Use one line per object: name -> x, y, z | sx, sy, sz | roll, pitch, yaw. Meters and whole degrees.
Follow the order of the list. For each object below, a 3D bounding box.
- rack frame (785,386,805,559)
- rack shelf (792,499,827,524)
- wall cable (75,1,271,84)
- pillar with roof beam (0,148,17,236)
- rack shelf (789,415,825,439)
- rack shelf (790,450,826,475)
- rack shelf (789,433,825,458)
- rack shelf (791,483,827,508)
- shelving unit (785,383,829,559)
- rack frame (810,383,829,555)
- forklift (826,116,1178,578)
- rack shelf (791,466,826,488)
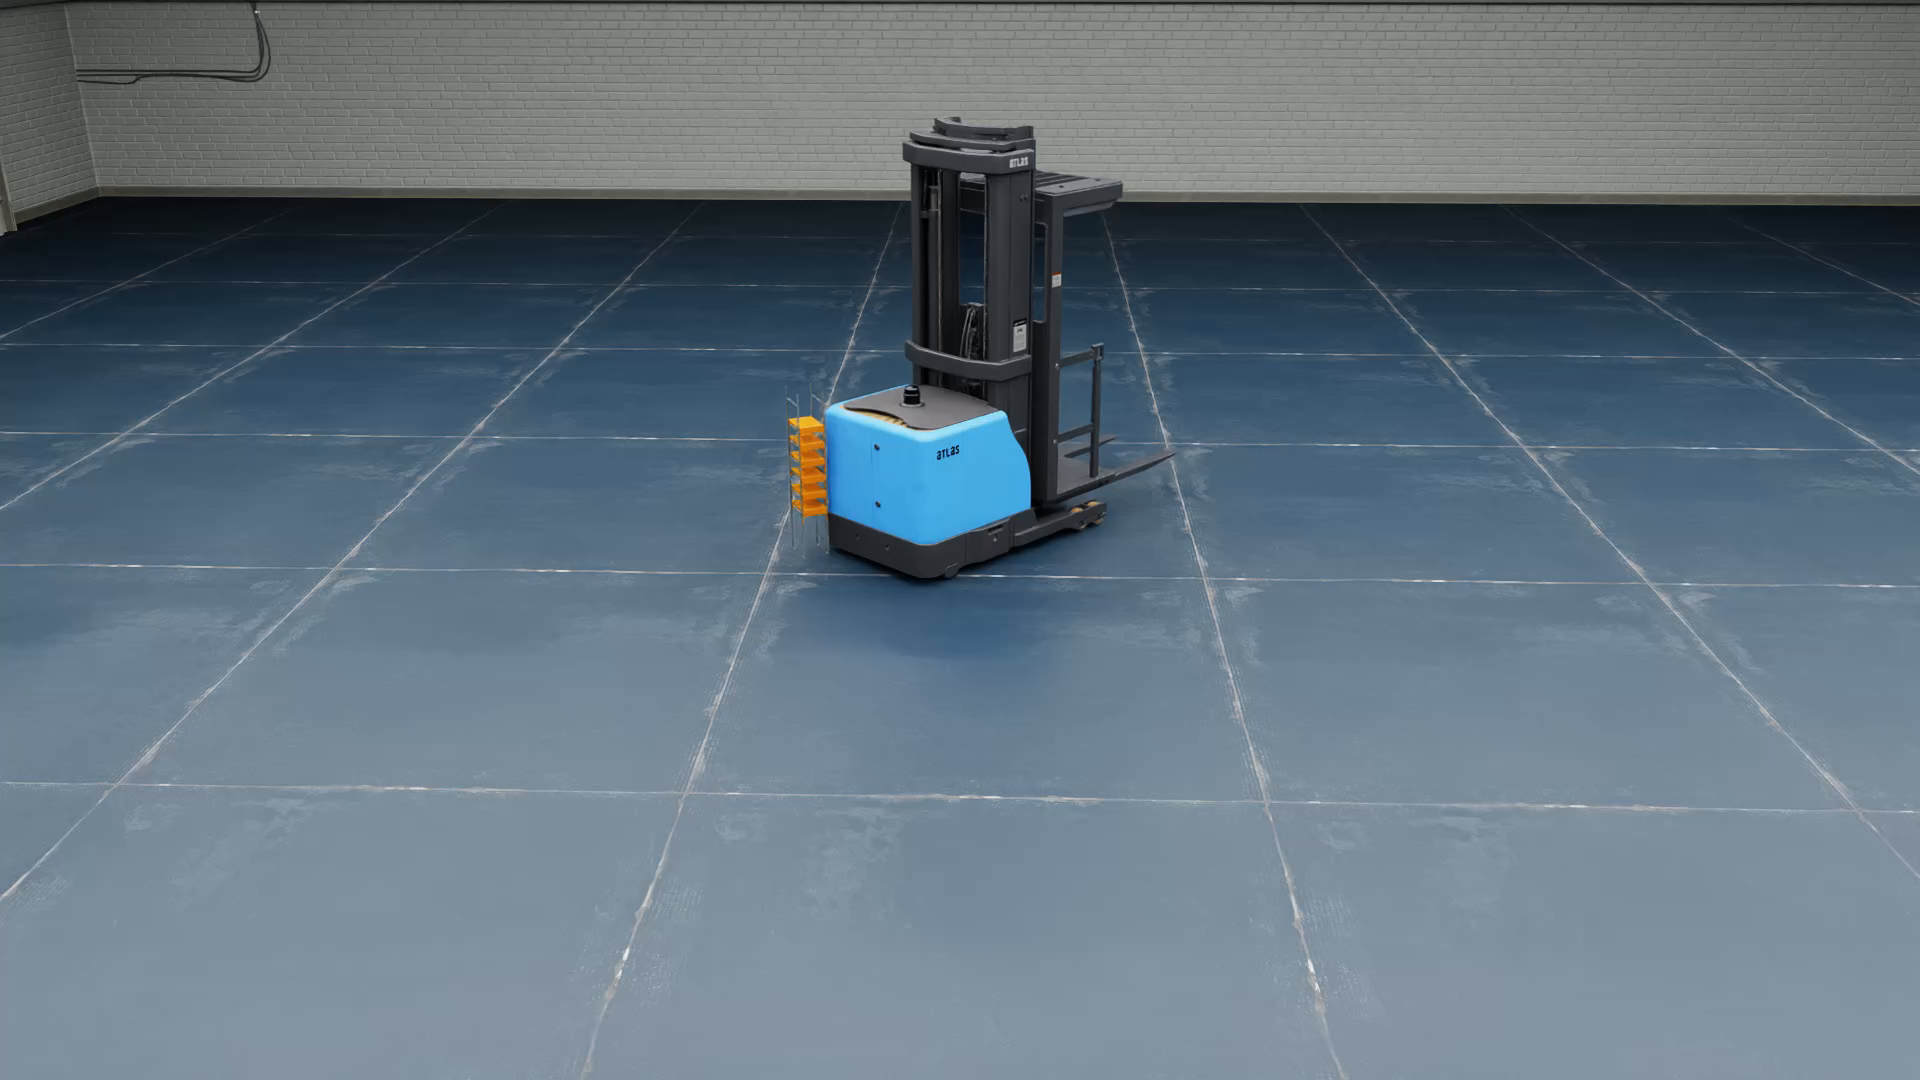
rack frame -> -1.146, -0.462, 11.562 | 0.006, 1.200, 0.240 | -10, 23, -23
rack shelf -> -1.062, -0.212, 11.701 | 0.180, 0.103, 0.258 | -10, 23, -23
wall cable -> -11.867, -8.042, 24.609 | 3.097, 2.526, 0.112 | 1, 21, 2
pillar with roof beam -> -8.975, -8.392, 21.217 | 9.100, 9.000, 0.400 | 1, 21, 2
rack shelf -> -1.065, -0.771, 11.483 | 0.180, 0.103, 0.258 | -10, 23, -23
rack shelf -> -1.064, -0.547, 11.570 | 0.180, 0.103, 0.258 | -10, 23, -23
rack shelf -> -1.064, -0.659, 11.527 | 0.180, 0.103, 0.258 | -10, 23, -23
rack shelf -> -1.063, -0.324, 11.658 | 0.180, 0.103, 0.258 | -10, 23, -23
shelving unit -> -1.063, -0.477, 11.598 | 0.189, 1.200, 0.258 | -10, 23, -23
rack frame -> -0.981, -0.491, 11.634 | 0.006, 1.200, 0.240 | -10, 23, -23
forklift -> 0.445, -1.551, 11.975 | 1.130, 2.935, 3.031 | 19, 28, 40
rack shelf -> -1.063, -0.435, 11.614 | 0.180, 0.103, 0.258 | -10, 23, -23
